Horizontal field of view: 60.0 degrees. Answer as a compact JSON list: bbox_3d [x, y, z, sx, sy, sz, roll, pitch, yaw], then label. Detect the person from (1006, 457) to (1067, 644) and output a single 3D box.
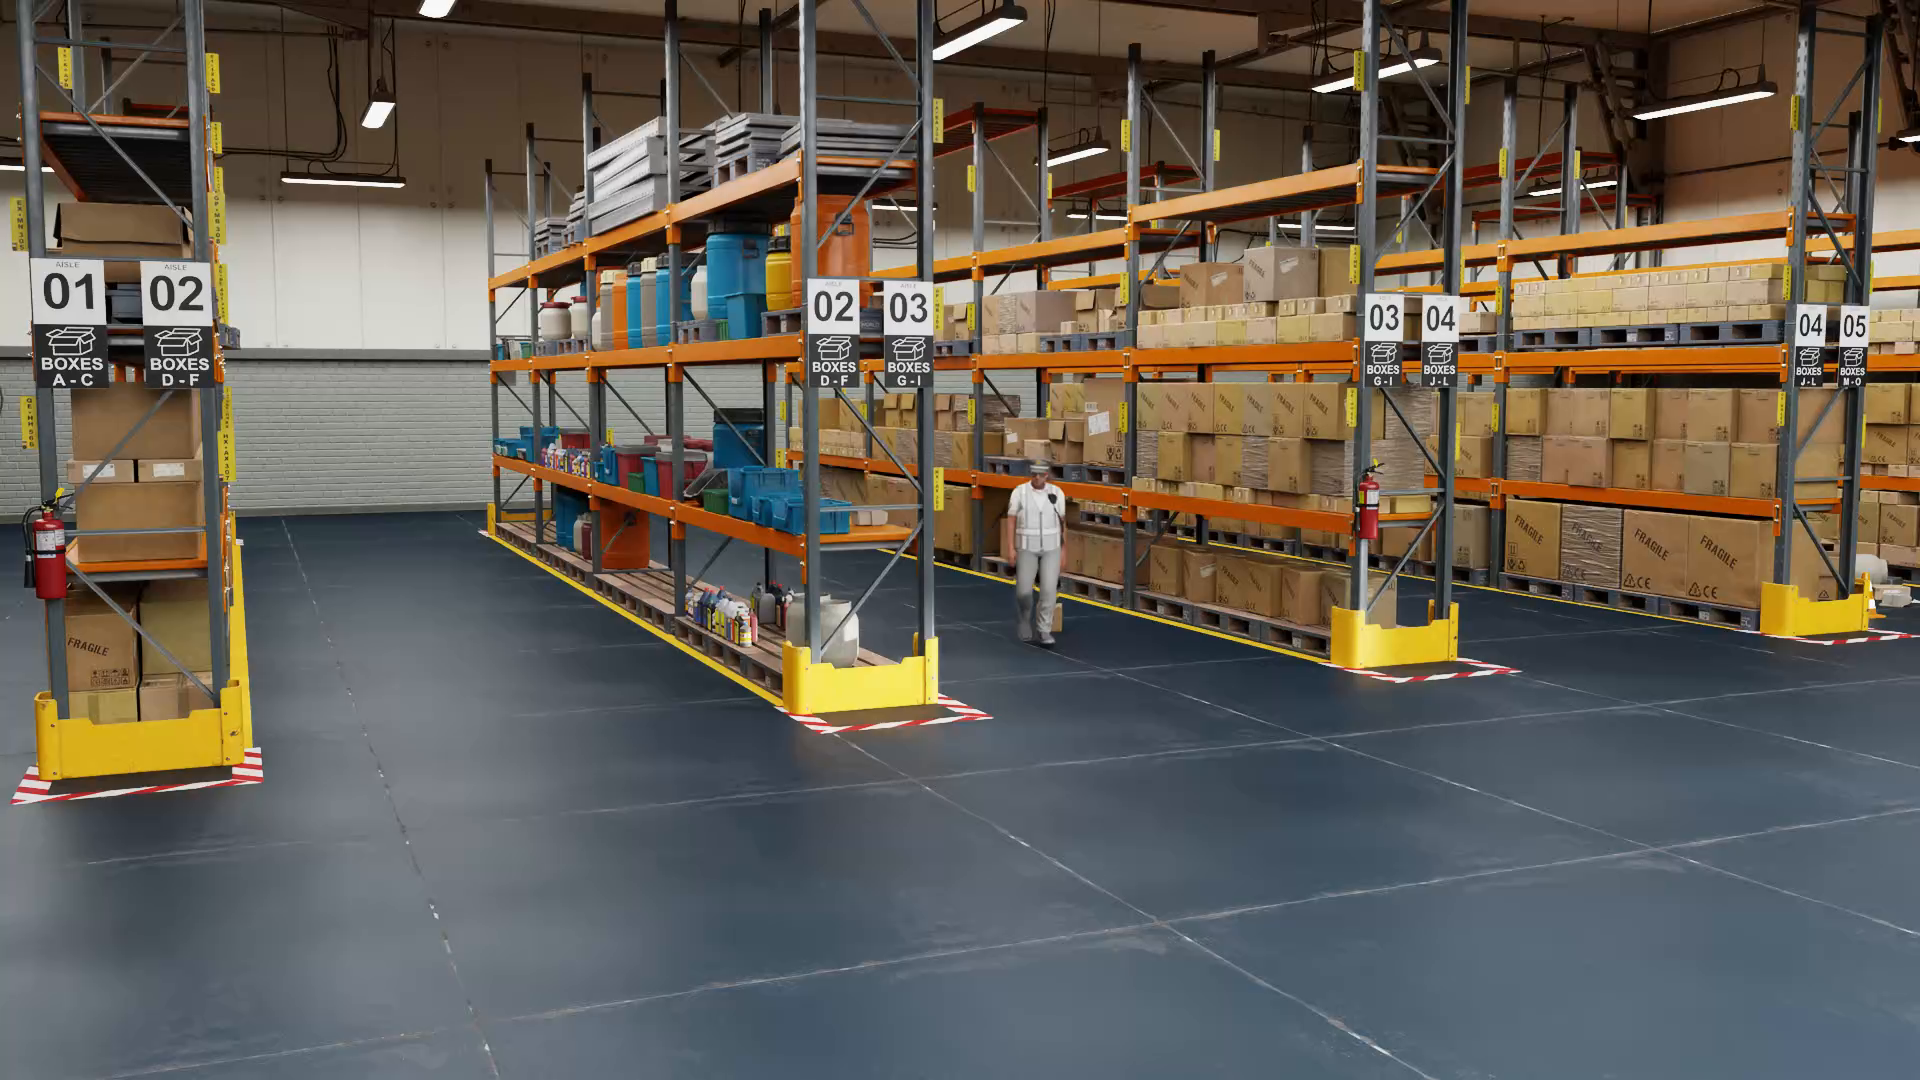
[{"bbox_3d":[0.711,0.095,15.516,0.557,1.746,0.521,-1,5,-6],"label":"person"}]
